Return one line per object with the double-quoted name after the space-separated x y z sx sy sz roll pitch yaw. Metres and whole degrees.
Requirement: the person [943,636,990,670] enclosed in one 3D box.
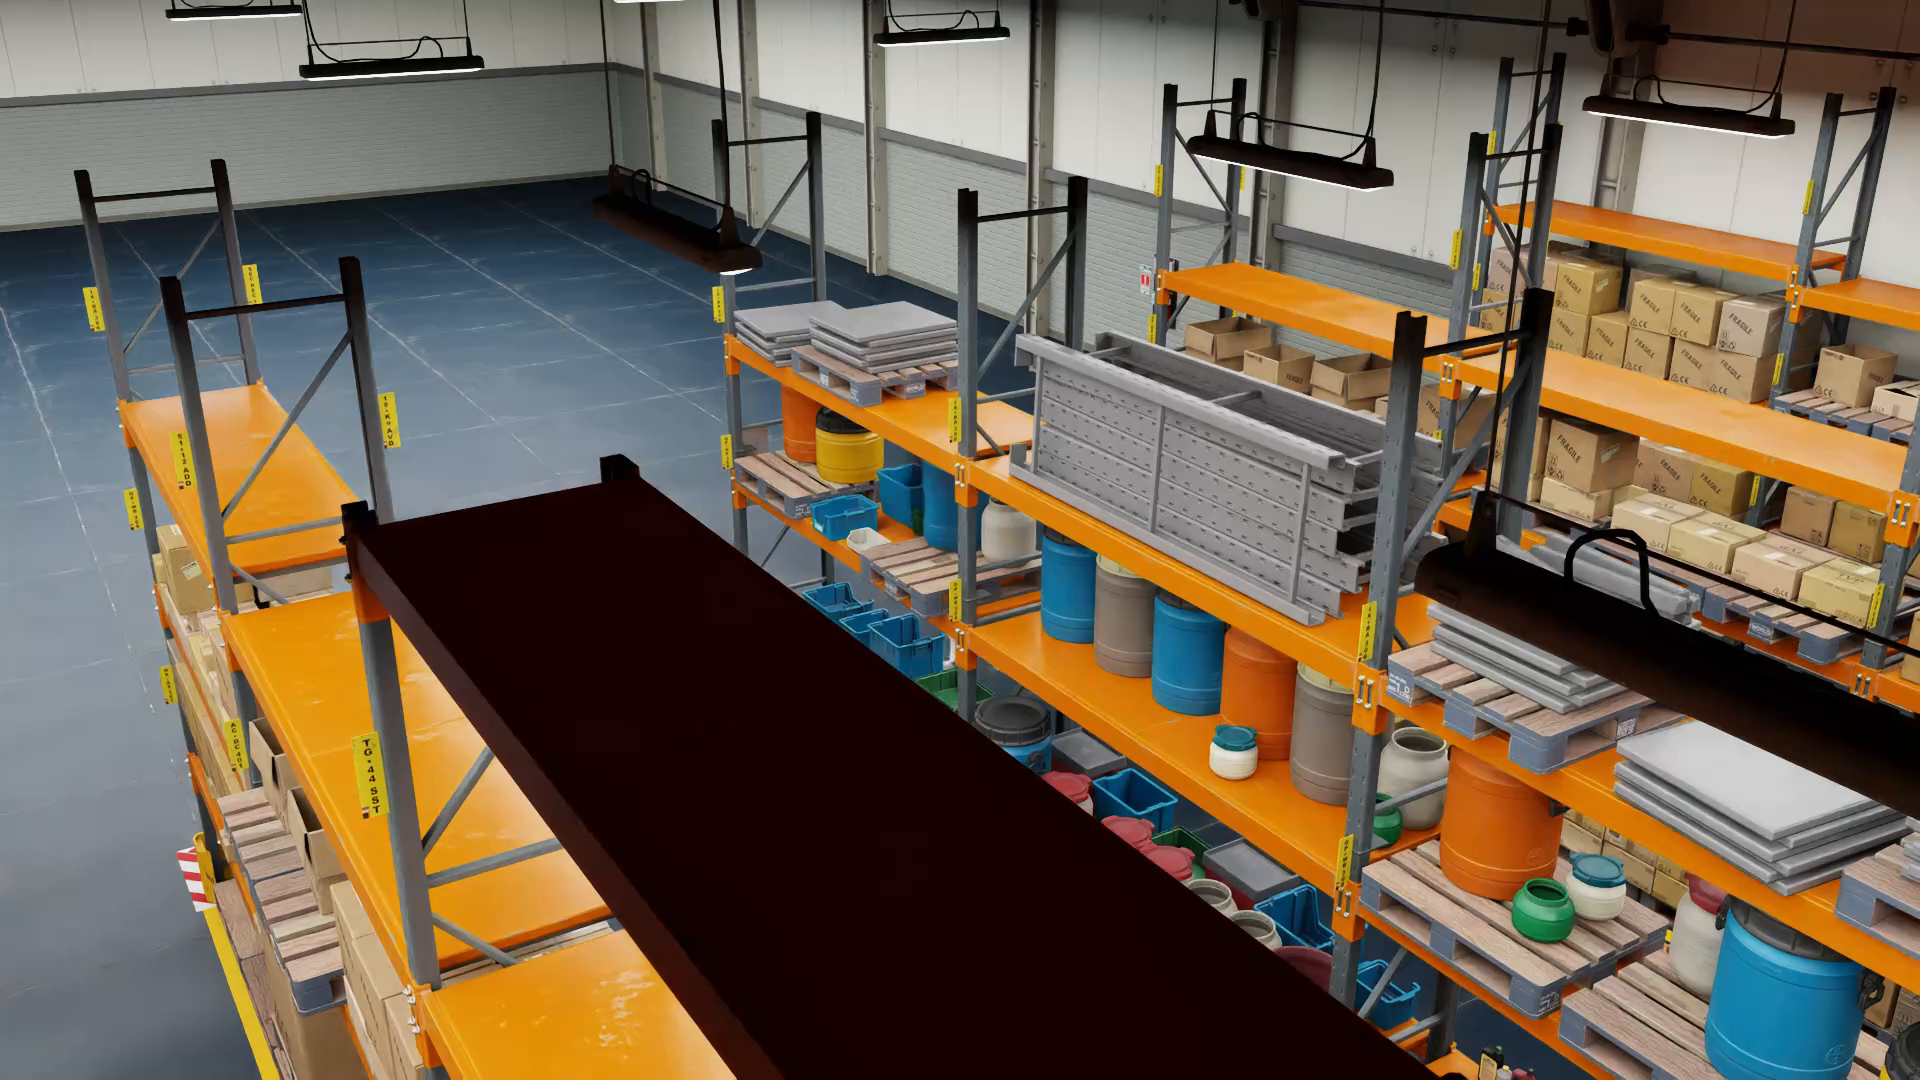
0.075 0.665 17.476 0.718 1.656 0.535 1 22 2 "person"
